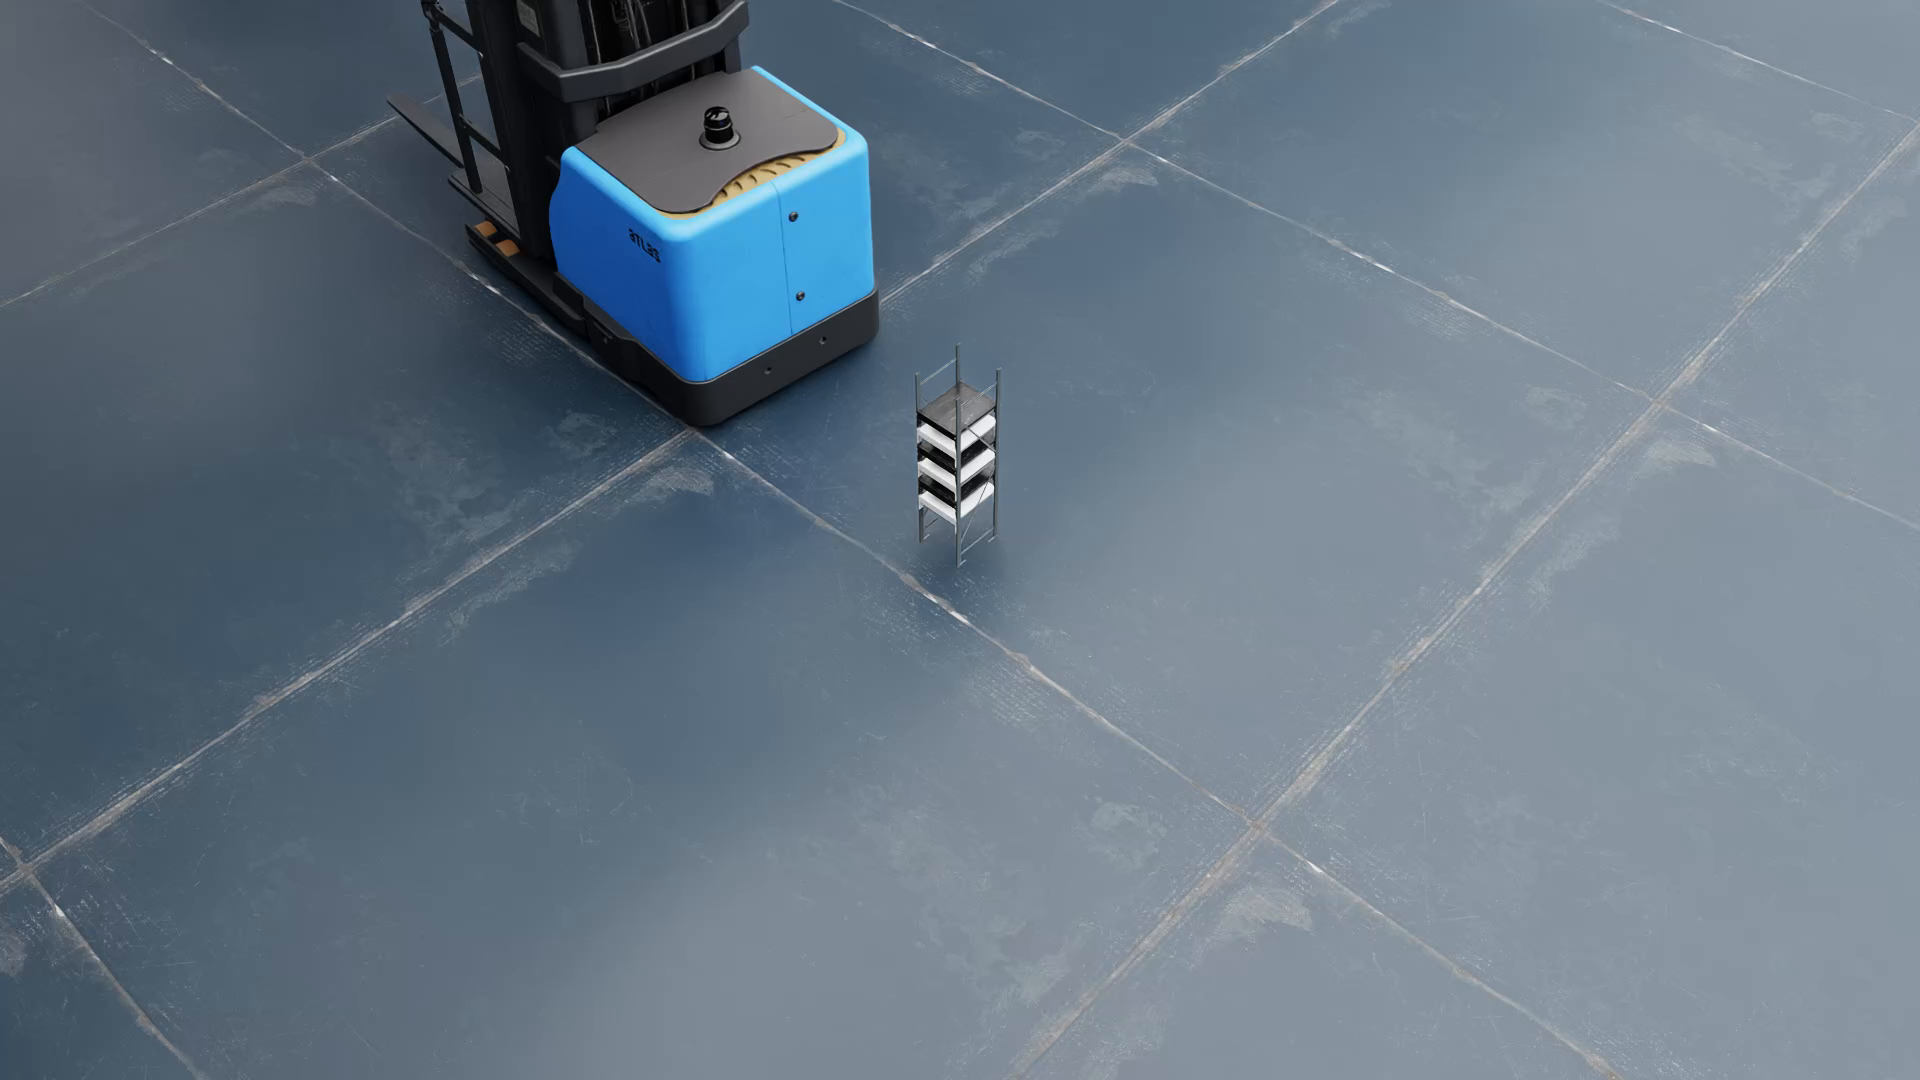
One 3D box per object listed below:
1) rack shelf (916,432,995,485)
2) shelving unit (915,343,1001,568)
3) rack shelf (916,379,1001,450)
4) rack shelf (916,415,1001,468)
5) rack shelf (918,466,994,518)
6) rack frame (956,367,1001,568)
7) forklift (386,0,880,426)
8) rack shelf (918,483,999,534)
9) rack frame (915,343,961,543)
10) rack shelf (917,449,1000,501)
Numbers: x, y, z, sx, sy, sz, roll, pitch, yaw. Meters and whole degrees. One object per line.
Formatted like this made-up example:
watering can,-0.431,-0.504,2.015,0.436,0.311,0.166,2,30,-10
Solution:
rack shelf,-0.006,-0.351,6.384,0.200,0.077,0.258,34,55,28
shelving unit,-0.006,-0.312,6.426,0.210,0.900,0.258,34,55,28
rack shelf,-0.006,-0.474,6.253,0.200,0.077,0.258,34,55,28
rack shelf,-0.006,-0.412,6.319,0.200,0.077,0.258,34,55,28
rack shelf,-0.006,-0.228,6.516,0.200,0.077,0.258,34,55,28
rack frame,0.069,-0.262,6.379,0.006,0.900,0.240,34,55,28
forklift,-1.718,-2.488,7.075,1.130,2.935,3.031,-33,55,-27
rack shelf,-0.006,-0.166,6.581,0.200,0.077,0.258,34,55,28
rack frame,-0.081,-0.362,6.473,0.006,0.900,0.240,34,55,28
rack shelf,-0.006,-0.289,6.450,0.200,0.077,0.258,34,55,28
